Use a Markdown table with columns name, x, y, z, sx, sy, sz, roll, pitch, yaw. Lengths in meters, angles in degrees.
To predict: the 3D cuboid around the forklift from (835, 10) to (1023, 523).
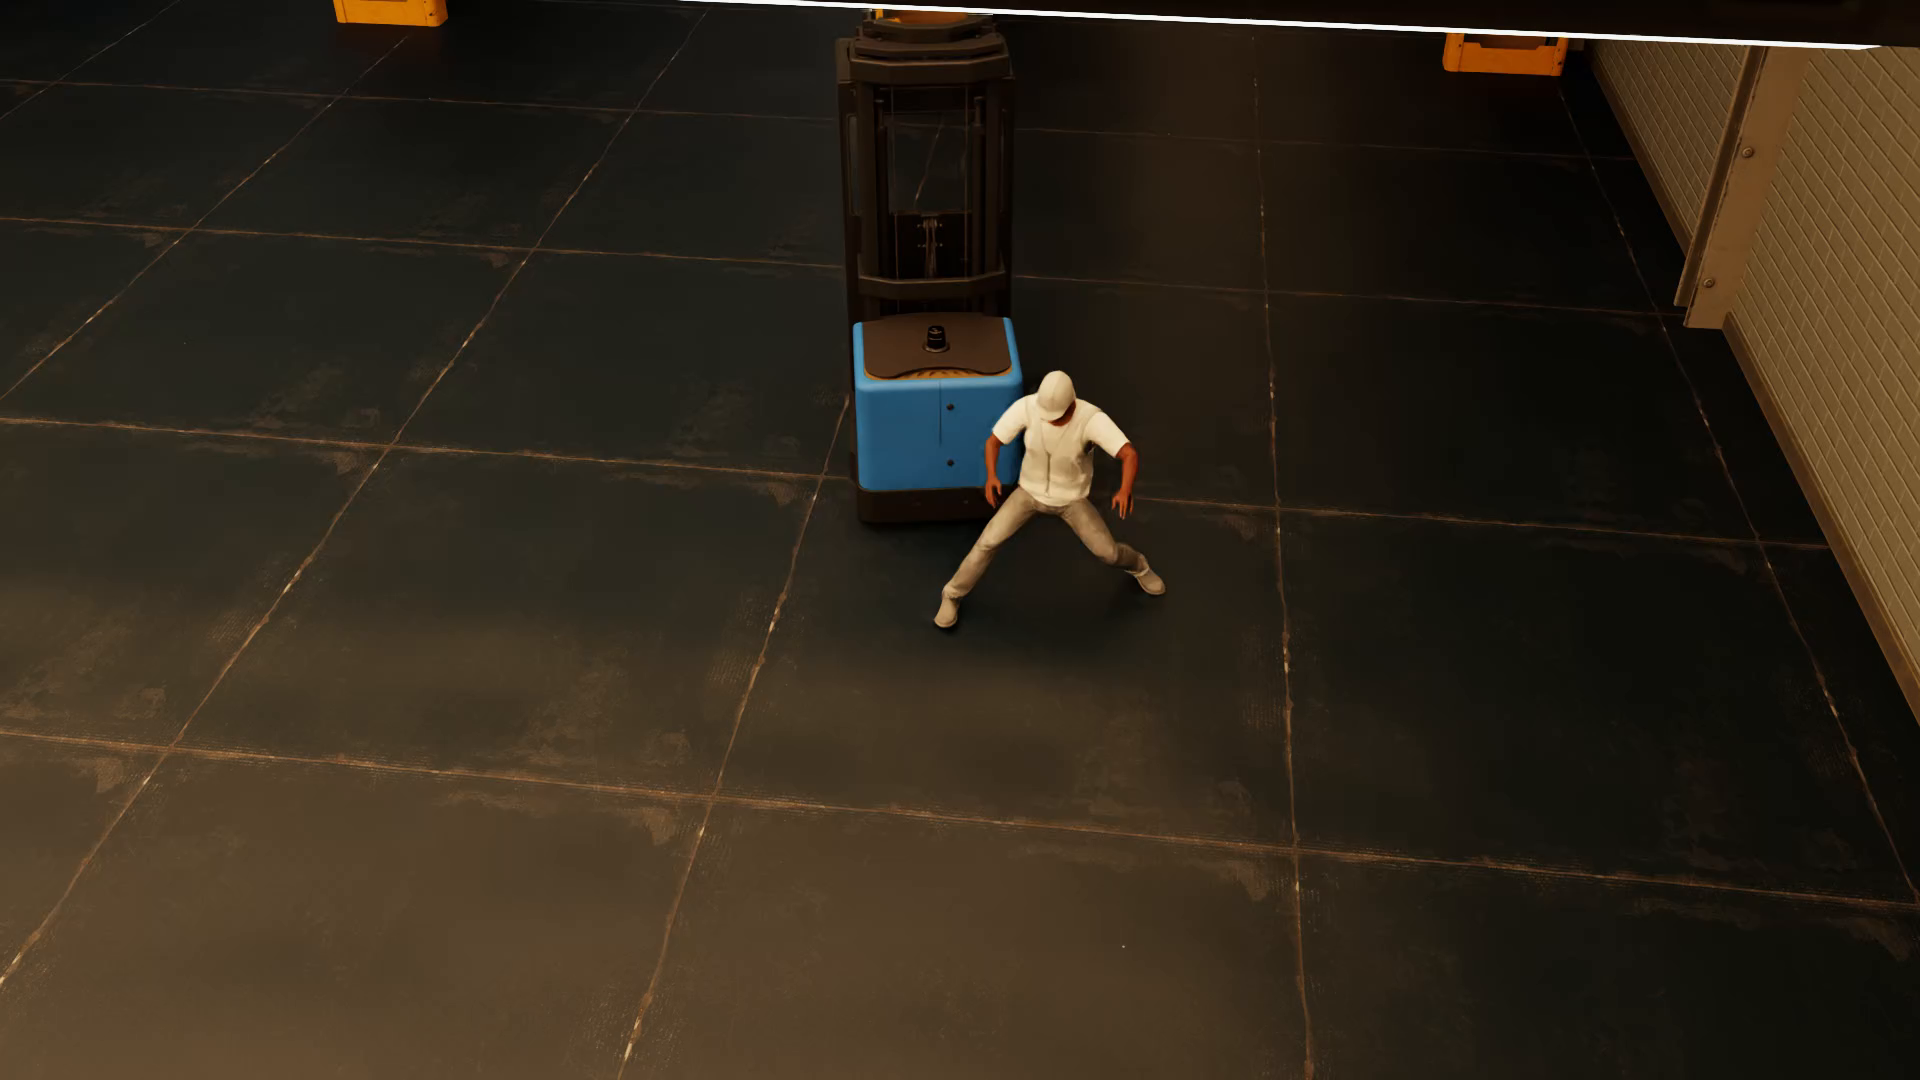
| name | x | y | z | sx | sy | sz | roll | pitch | yaw |
| --- | --- | --- | --- | --- | --- | --- | --- | --- | --- |
| forklift | -0.225 | -2.144 | 10.938 | 1.130 | 2.935 | 3.031 | -2 | 36 | -3 |

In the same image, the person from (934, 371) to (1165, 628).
| name | x | y | z | sx | sy | sz | roll | pitch | yaw |
| --- | --- | --- | --- | --- | --- | --- | --- | --- | --- |
| person | 0.553 | -0.240 | 9.515 | 1.236 | 1.558 | 0.956 | 11 | 38 | 15 |
